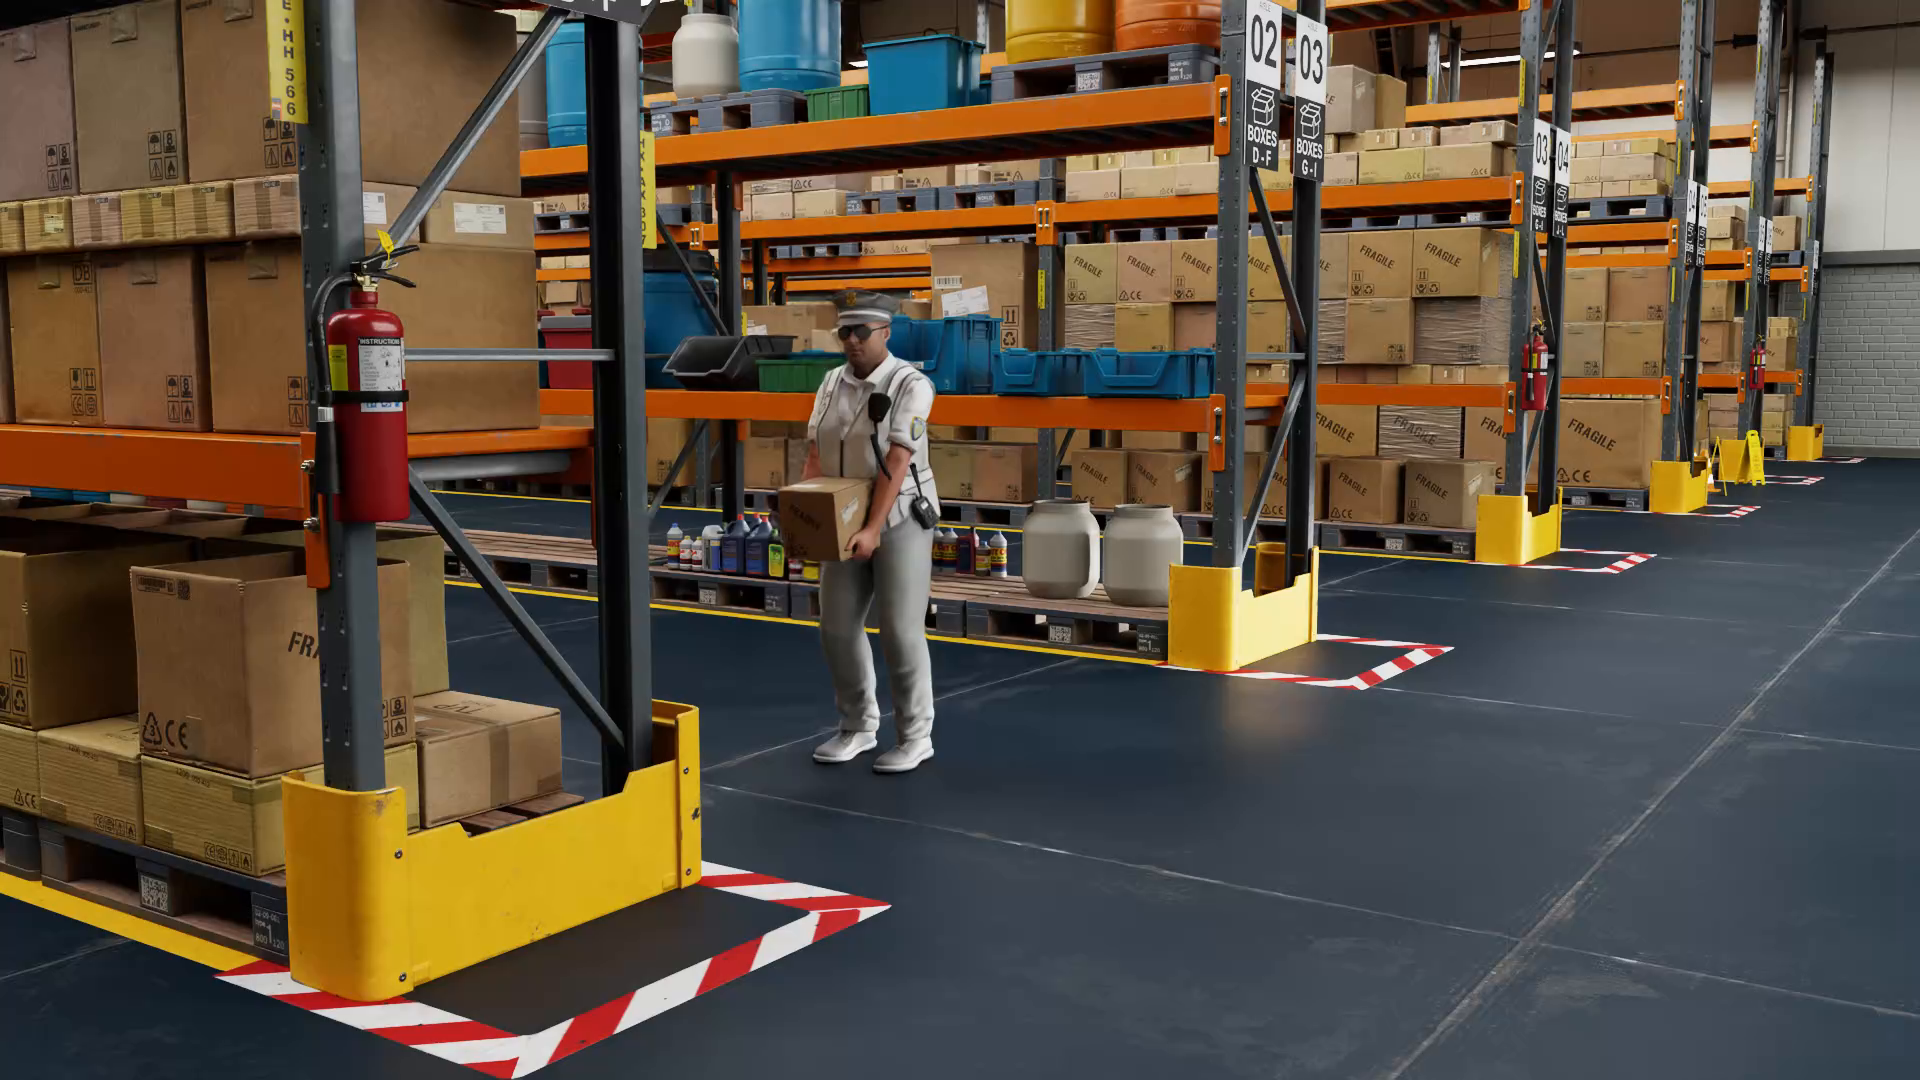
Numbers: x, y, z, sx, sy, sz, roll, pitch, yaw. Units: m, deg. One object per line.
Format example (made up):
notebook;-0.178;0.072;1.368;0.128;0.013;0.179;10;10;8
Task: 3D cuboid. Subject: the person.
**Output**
person;-0.336;-0.031;6.094;0.487;1.747;0.589;4;7;32
